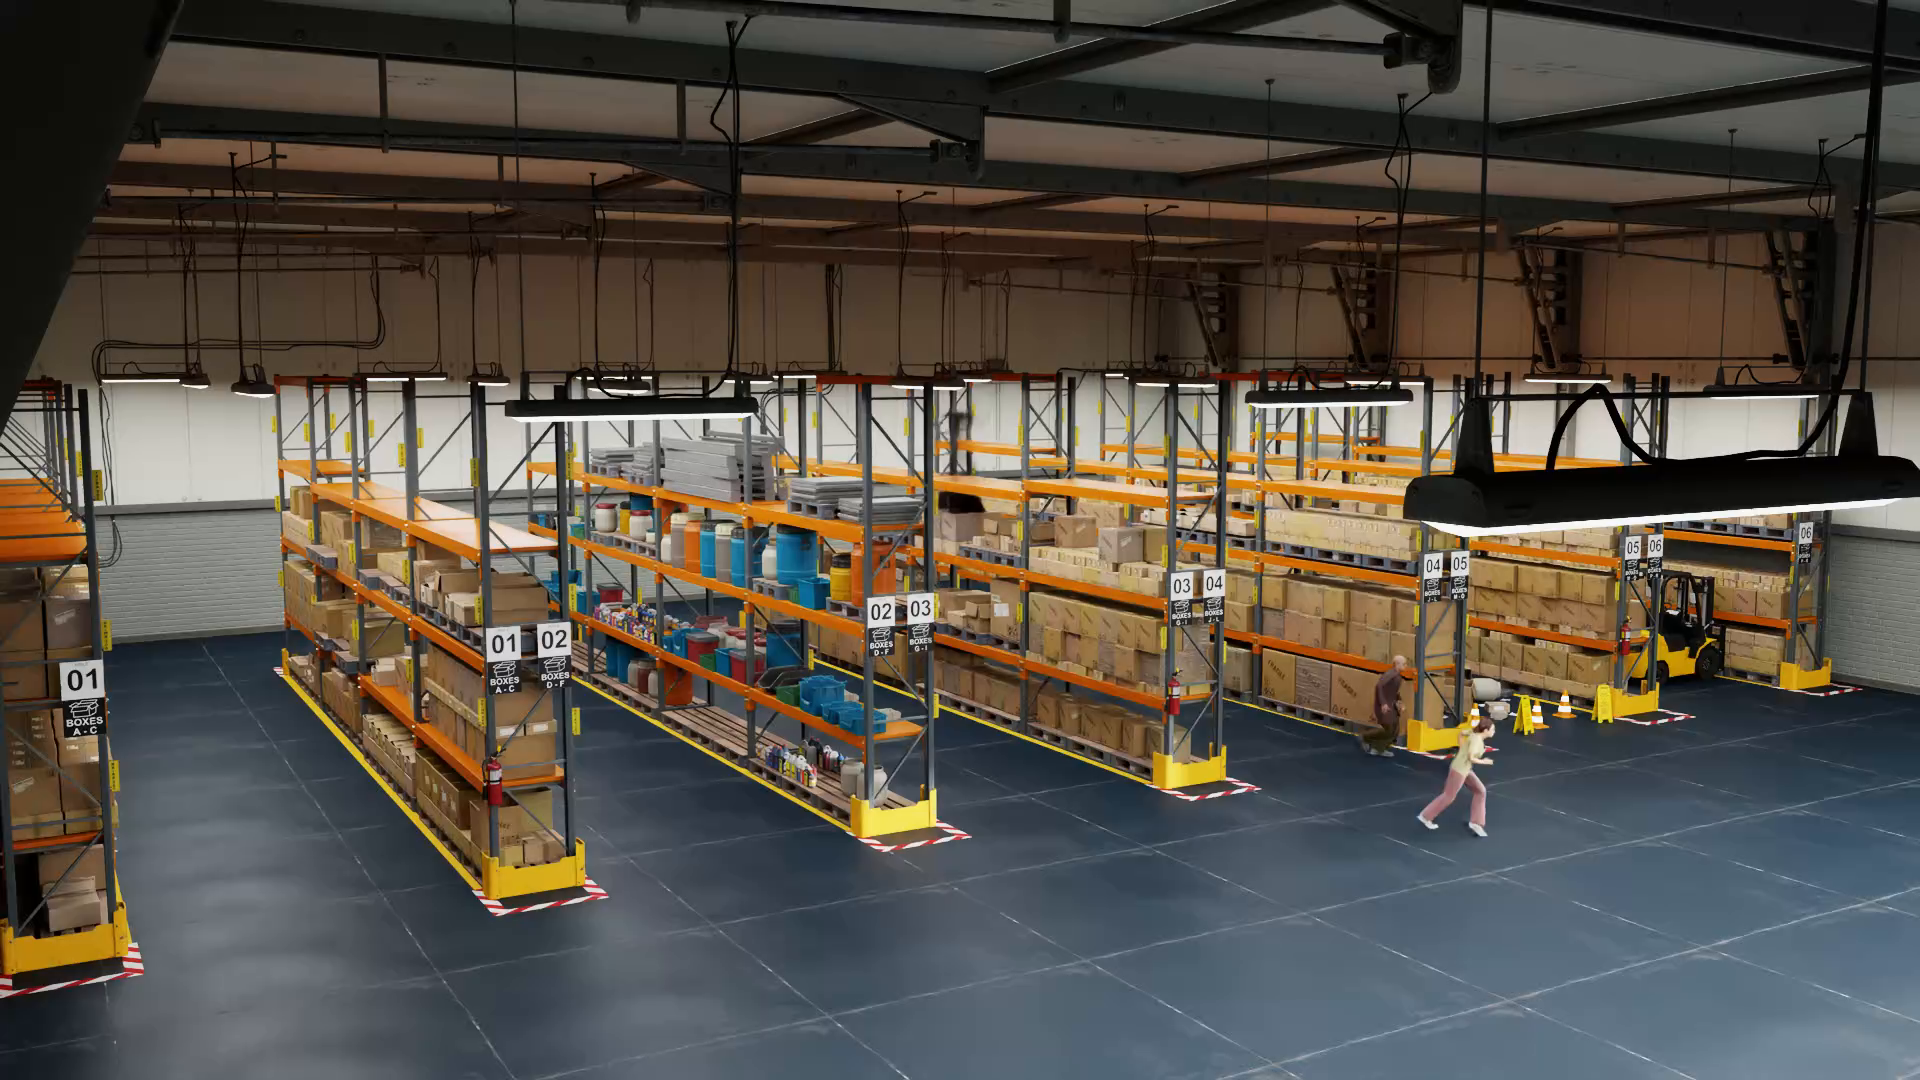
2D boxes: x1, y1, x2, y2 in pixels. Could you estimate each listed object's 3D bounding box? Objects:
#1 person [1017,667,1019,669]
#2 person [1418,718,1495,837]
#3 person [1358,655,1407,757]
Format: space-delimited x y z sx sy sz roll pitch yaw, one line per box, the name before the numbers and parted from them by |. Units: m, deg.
person | 1.099 1.675 32.345 0.674 1.718 0.733 -5 8 -37
person | 6.608 3.151 22.154 0.950 1.624 0.619 2 6 15
person | 6.699 2.622 26.383 0.749 1.638 0.706 4 7 30
